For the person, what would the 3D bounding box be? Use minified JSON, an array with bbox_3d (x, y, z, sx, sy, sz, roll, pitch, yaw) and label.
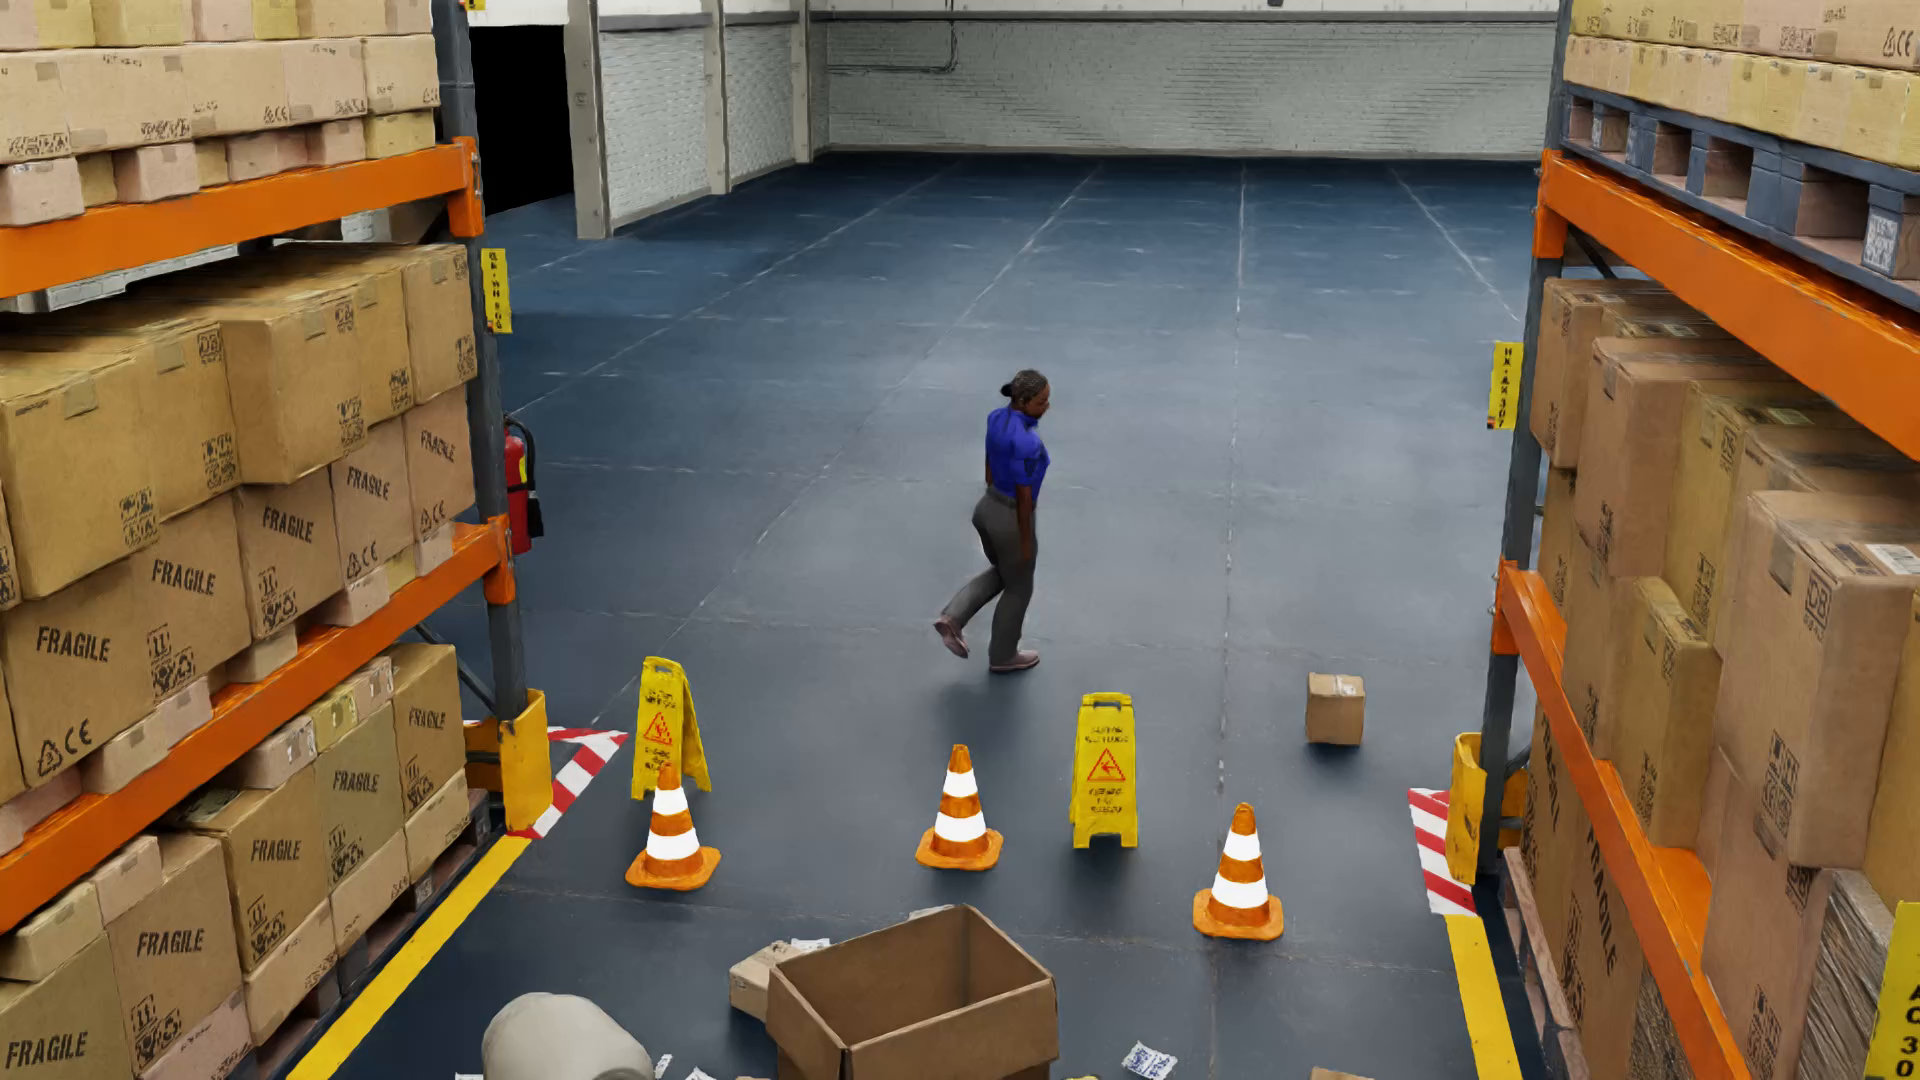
[{"bbox_3d":[0.201,-0.072,8.312,0.581,1.627,0.515,-9,20,-26],"label":"person"}]
